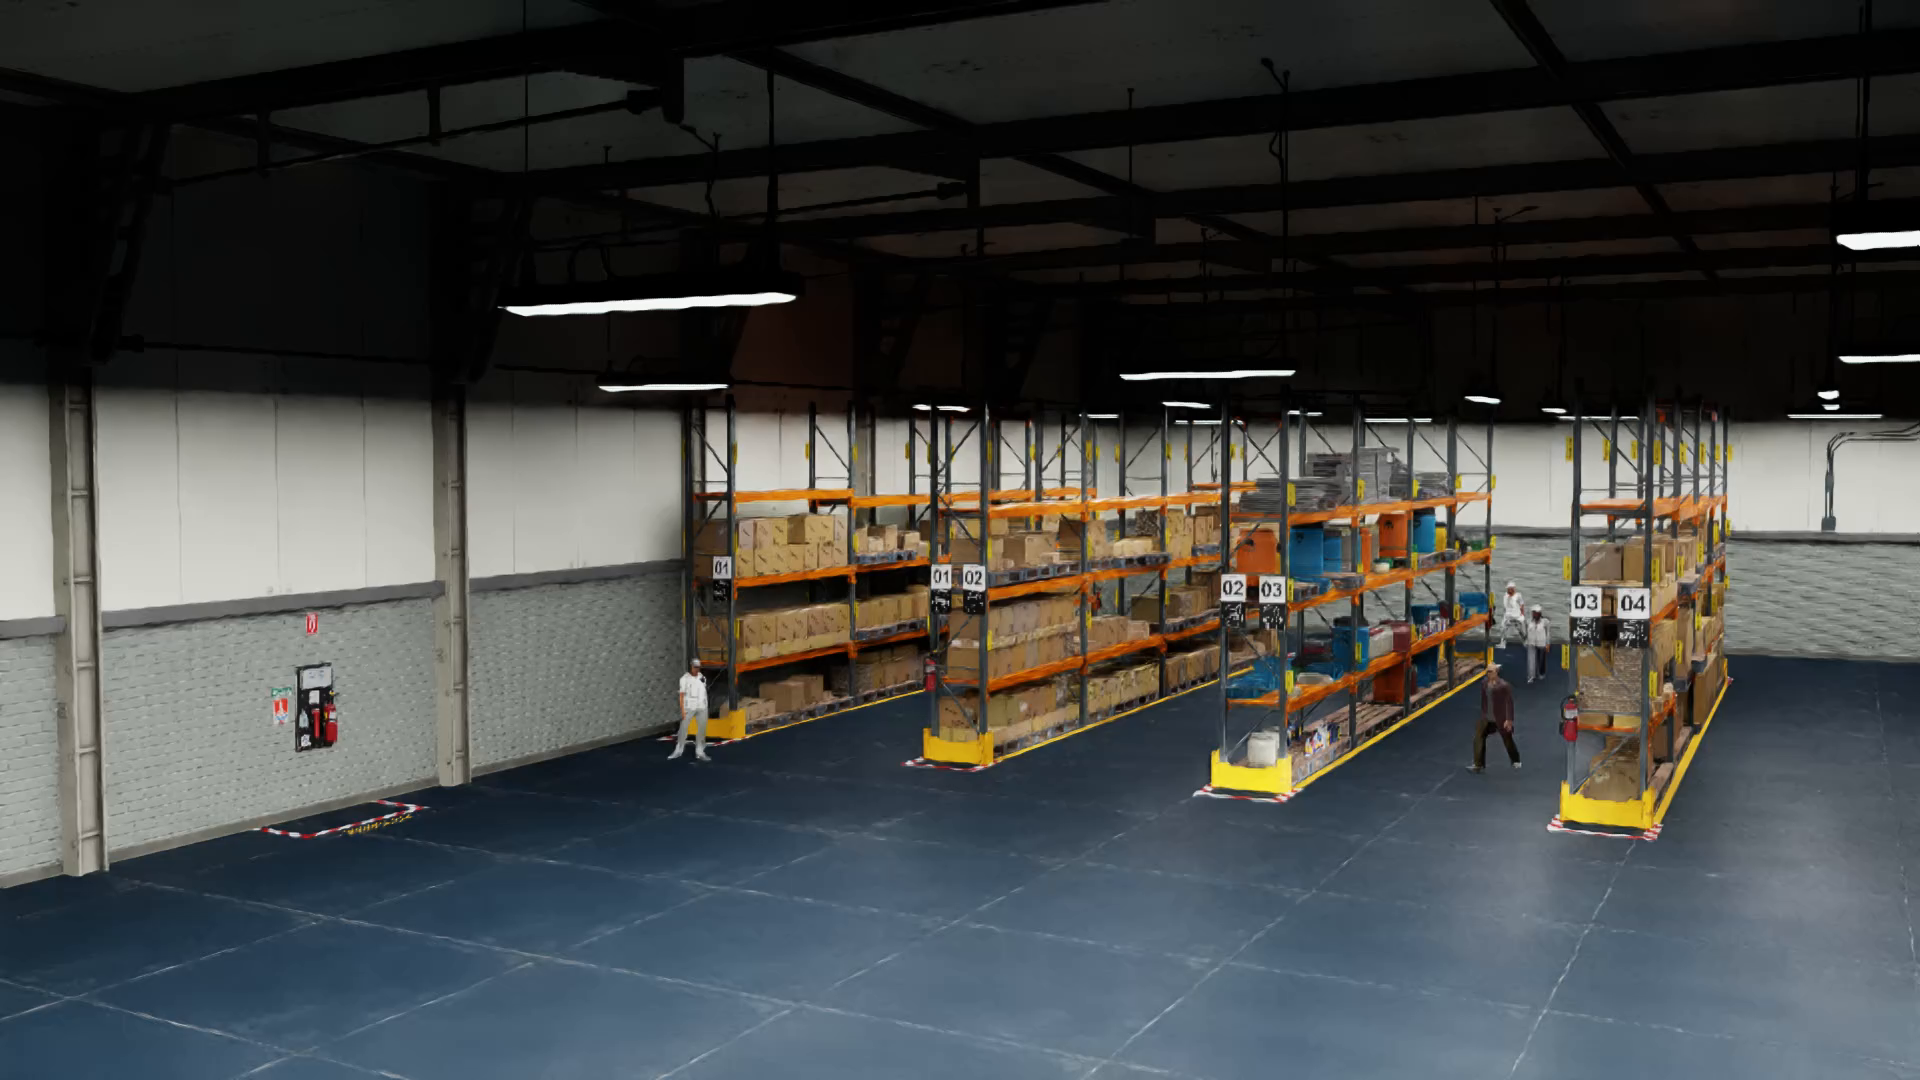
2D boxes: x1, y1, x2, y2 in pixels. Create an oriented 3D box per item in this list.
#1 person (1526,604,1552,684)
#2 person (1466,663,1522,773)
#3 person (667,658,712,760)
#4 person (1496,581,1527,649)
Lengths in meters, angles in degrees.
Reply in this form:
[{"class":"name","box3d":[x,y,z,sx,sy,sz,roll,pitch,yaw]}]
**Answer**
[{"class":"person","box3d":[12.523,2.246,36.012,0.553,1.725,1.030,2,3,27]},{"class":"person","box3d":[8.396,2.774,26.017,1.045,1.722,0.634,-3,4,-42]},{"class":"person","box3d":[-4.417,2.754,27.068,0.686,1.662,0.476,-1,3,-25]},{"class":"person","box3d":[14.142,1.911,42.462,0.984,1.731,0.607,-3,4,-41]}]
